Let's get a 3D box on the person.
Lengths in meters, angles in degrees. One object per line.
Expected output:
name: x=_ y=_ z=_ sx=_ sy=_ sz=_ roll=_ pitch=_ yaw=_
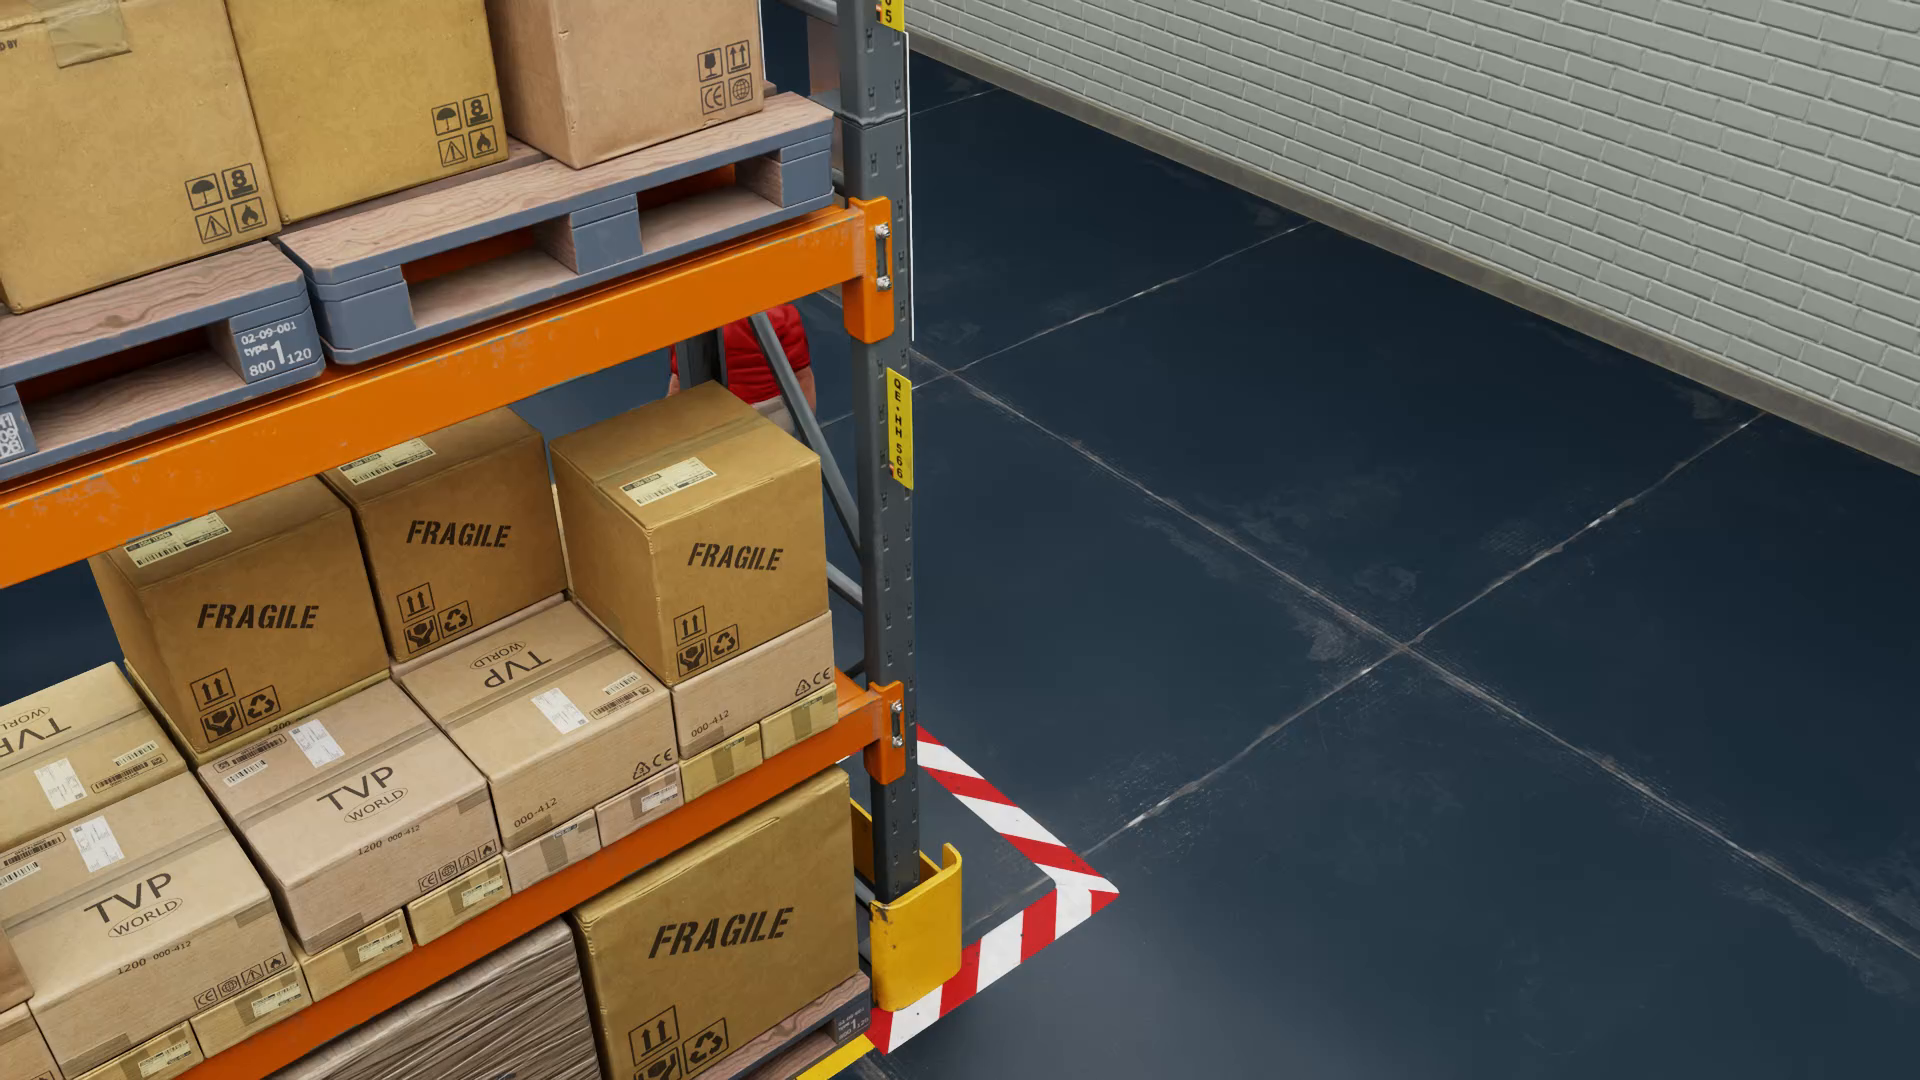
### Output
person: x=-0.863 y=-0.366 z=6.755 sx=0.602 sy=1.627 sz=0.631 roll=-12 pitch=37 yaw=-16
